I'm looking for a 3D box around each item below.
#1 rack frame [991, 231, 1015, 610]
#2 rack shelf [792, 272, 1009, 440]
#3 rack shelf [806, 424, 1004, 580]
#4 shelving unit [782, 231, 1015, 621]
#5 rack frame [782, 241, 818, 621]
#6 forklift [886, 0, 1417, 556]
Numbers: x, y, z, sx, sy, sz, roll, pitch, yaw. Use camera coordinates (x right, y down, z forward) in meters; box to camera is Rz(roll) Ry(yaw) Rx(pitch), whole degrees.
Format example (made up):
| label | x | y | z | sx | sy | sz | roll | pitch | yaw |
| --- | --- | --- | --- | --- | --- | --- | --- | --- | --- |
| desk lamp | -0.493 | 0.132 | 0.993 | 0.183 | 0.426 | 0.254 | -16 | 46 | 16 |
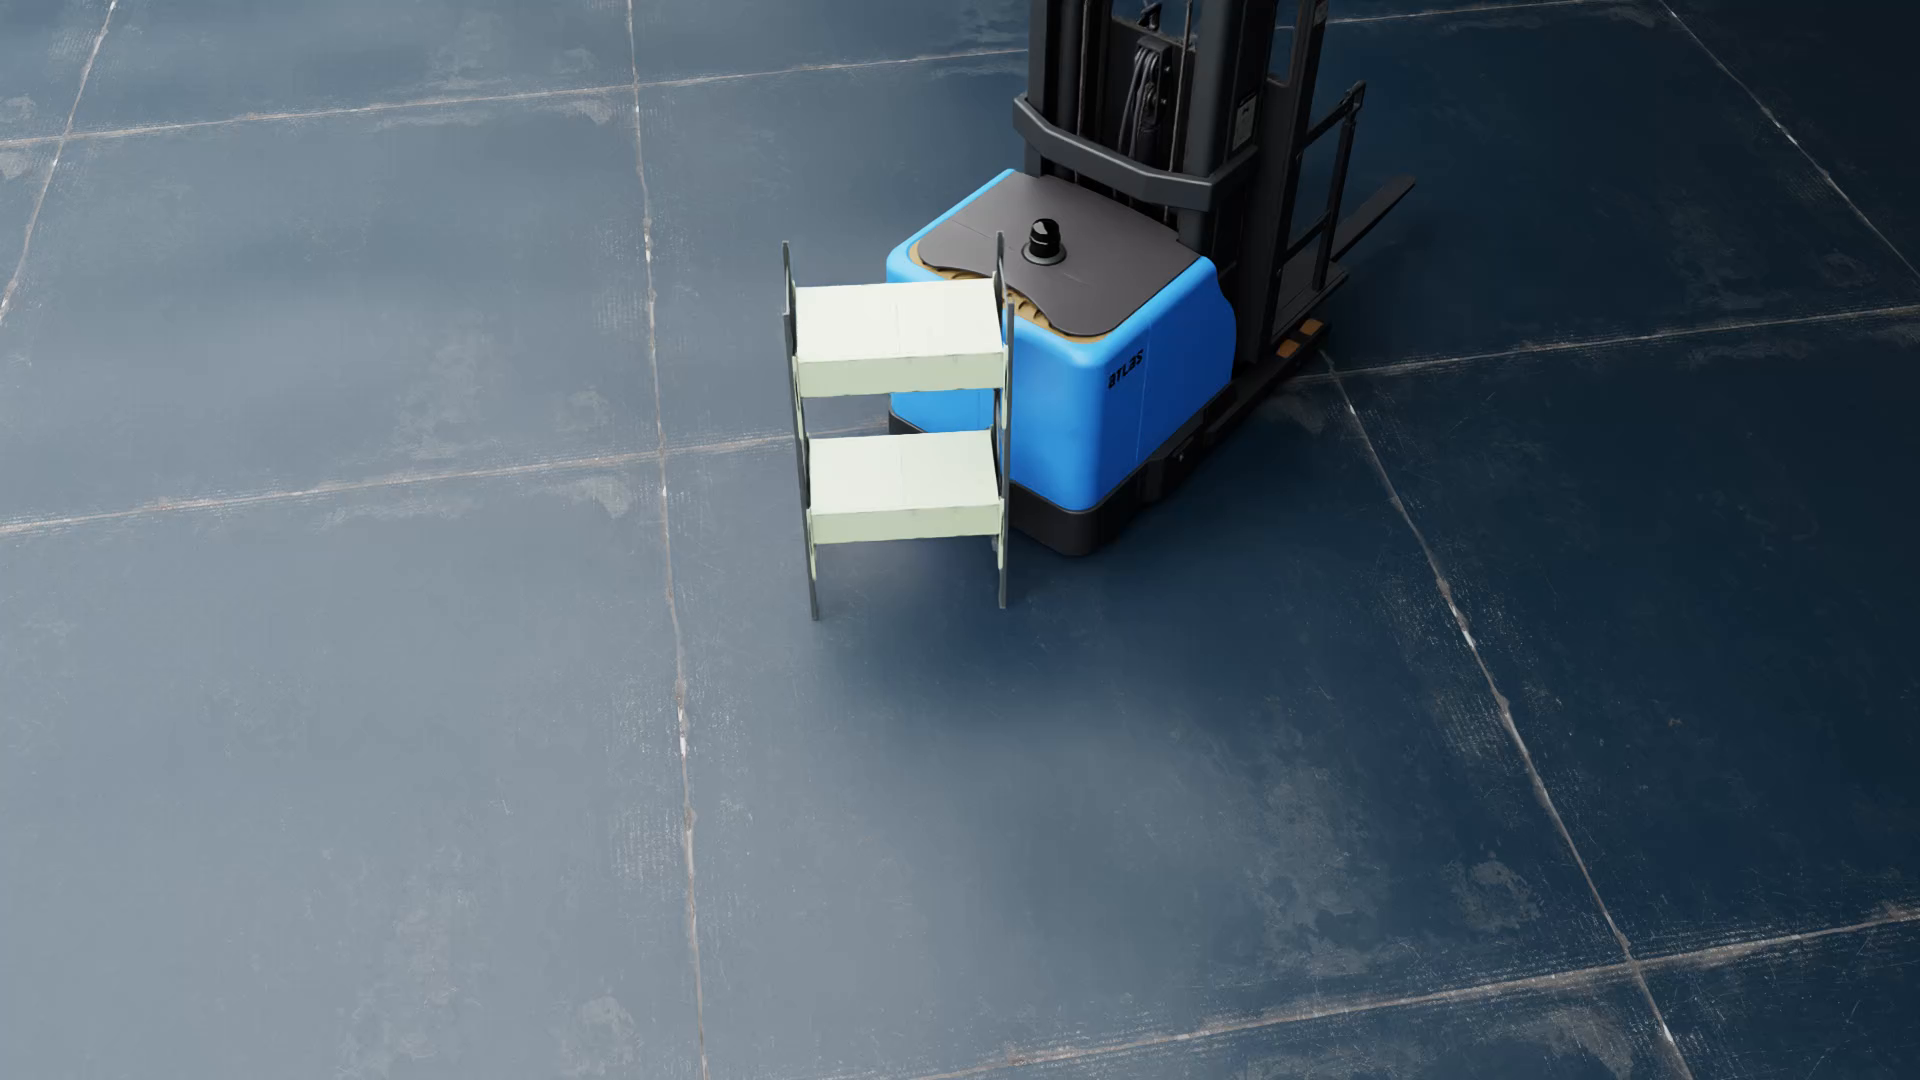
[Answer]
| label | x | y | z | sx | sy | sz | roll | pitch | yaw |
| --- | --- | --- | --- | --- | --- | --- | --- | --- | --- |
| rack frame | 0.152 | -0.393 | 6.087 | 0.023 | 1.500 | 0.400 | -3 | 46 | -3 |
| rack shelf | -0.213 | -0.643 | 5.786 | 0.720 | 0.370 | 0.431 | -3 | 46 | -3 |
| rack shelf | -0.213 | -0.146 | 6.302 | 0.720 | 0.370 | 0.431 | -3 | 46 | -3 |
| shelving unit | -0.213 | -0.372 | 6.067 | 0.755 | 1.500 | 0.431 | -3 | 46 | -3 |
| rack frame | -0.578 | -0.352 | 6.047 | 0.023 | 1.500 | 0.400 | -3 | 46 | -3 |
| forklift | 1.024 | -1.954 | 6.597 | 1.130 | 2.935 | 3.031 | 31 | 53 | 26 |
